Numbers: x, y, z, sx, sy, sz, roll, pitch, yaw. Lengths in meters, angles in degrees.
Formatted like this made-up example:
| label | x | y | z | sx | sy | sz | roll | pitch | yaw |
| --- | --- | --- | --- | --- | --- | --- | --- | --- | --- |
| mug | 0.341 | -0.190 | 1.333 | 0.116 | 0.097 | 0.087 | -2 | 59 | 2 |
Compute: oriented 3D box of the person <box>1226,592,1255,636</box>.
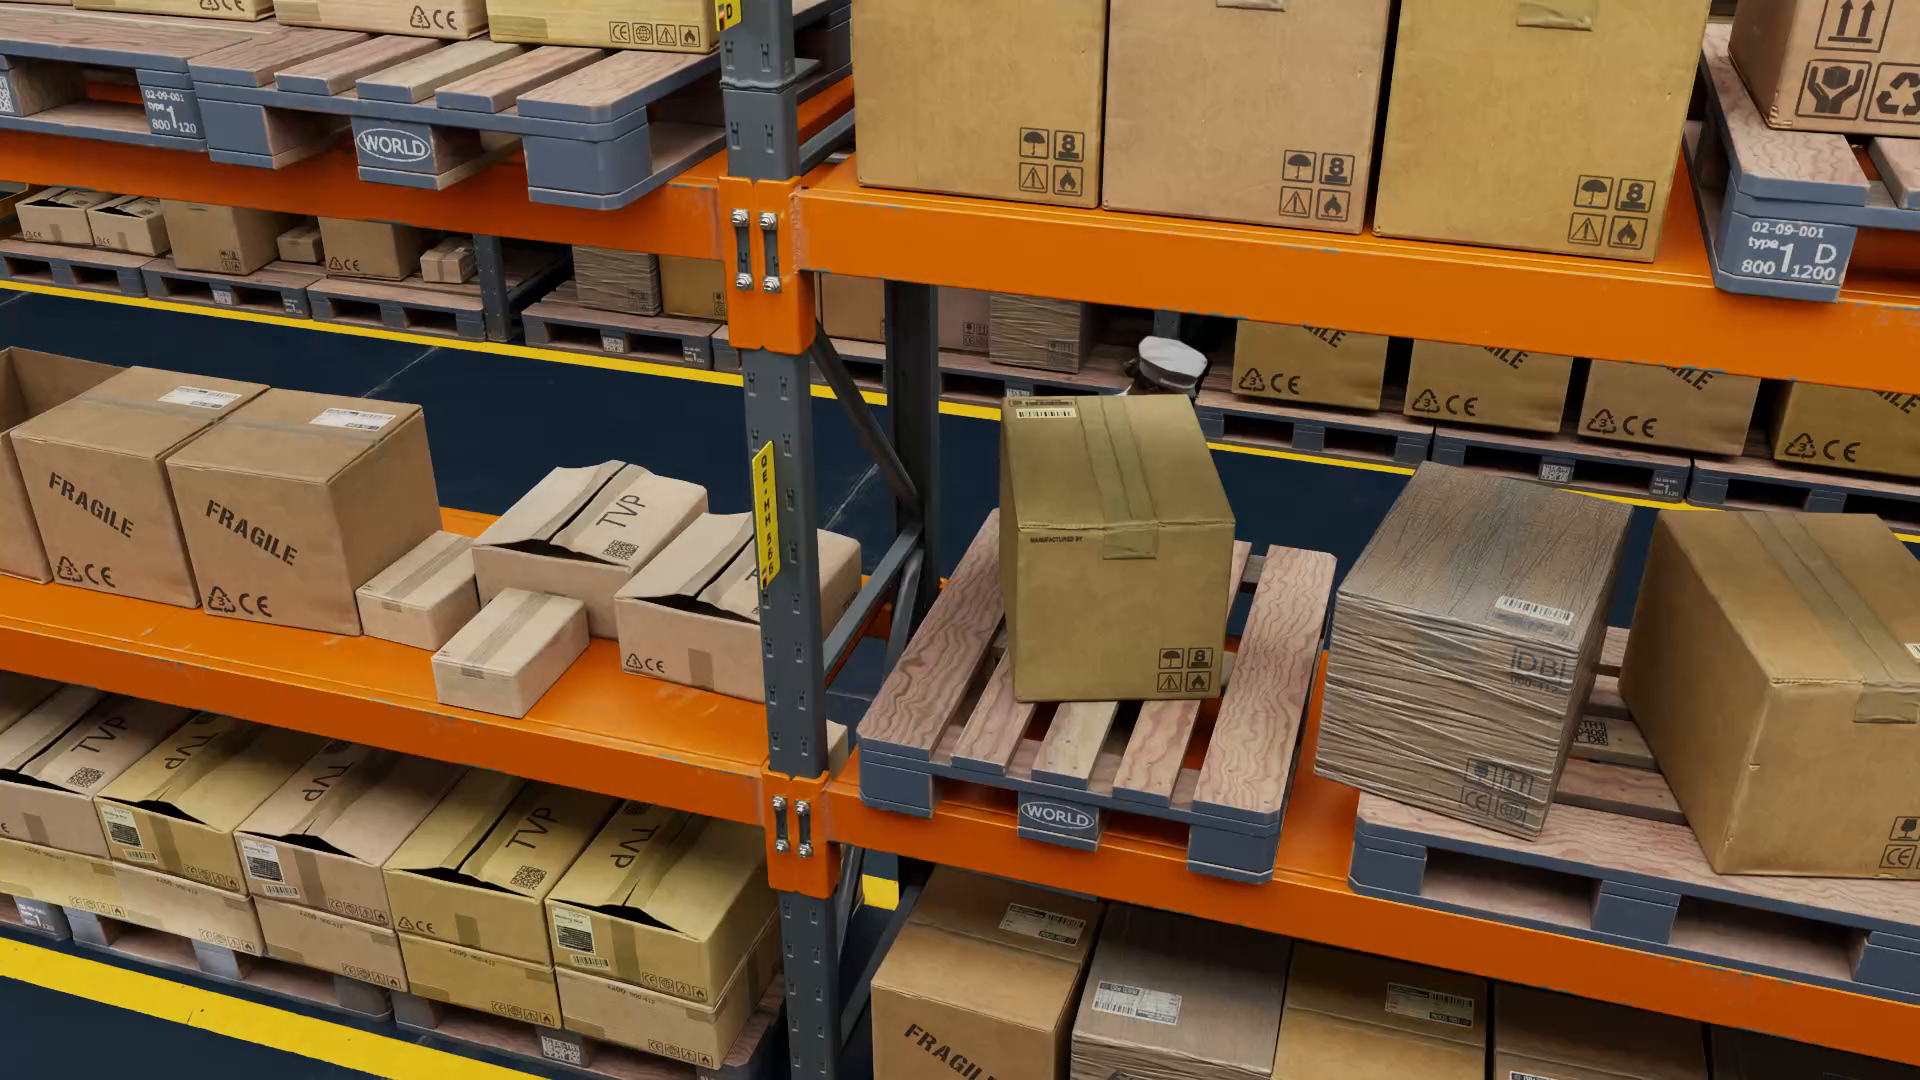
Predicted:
| label | x | y | z | sx | sy | sz | roll | pitch | yaw |
| --- | --- | --- | --- | --- | --- | --- | --- | --- | --- |
| person | 0.802 | 0.472 | 6.268 | 0.896 | 0.849 | 0.474 | 8 | 30 | 14 |
